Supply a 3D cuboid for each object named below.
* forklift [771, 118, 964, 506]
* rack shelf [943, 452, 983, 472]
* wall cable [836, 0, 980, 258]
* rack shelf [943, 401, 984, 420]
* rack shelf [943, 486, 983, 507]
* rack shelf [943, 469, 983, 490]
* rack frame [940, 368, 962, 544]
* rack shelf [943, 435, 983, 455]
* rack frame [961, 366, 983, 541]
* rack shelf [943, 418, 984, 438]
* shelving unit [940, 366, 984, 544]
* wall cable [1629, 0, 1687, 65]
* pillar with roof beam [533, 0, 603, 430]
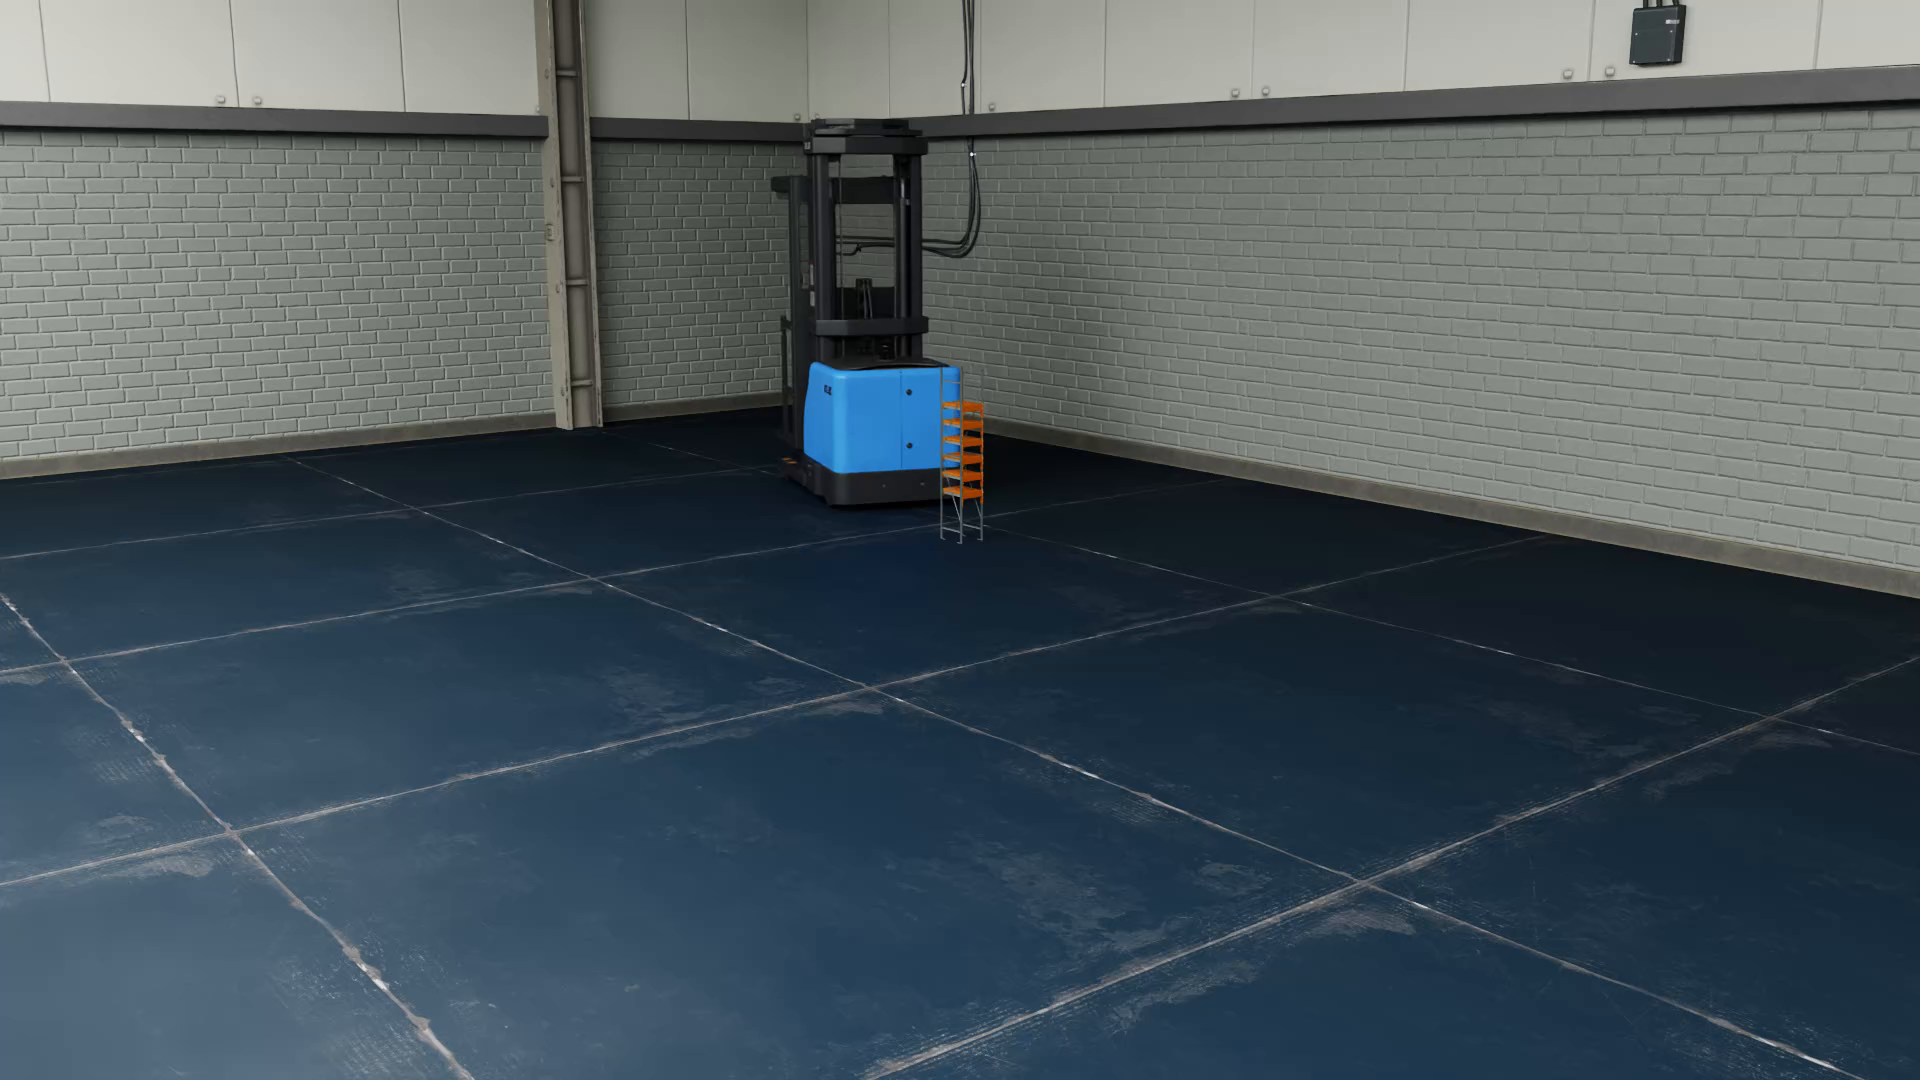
[{"bbox_3d":[-0.919,-1.953,13.770,1.130,2.935,3.031,-4,13,-18],"label":"forklift"},{"bbox_3d":[0.011,-0.545,11.522,0.180,0.103,0.258,-9,15,-38],"label":"rack shelf"},{"bbox_3d":[-0.798,-4.222,17.323,0.112,2.526,3.097,-9,15,-38],"label":"wall cable"},{"bbox_3d":[0.011,-0.897,11.447,0.180,0.103,0.258,-9,15,-38],"label":"rack shelf"},{"bbox_3d":[0.011,-0.311,11.572,0.180,0.103,0.258,-9,15,-38],"label":"rack shelf"},{"bbox_3d":[0.011,-0.428,11.547,0.180,0.103,0.258,-9,15,-38],"label":"rack shelf"},{"bbox_3d":[-0.060,-0.577,11.457,0.006,1.200,0.240,-9,15,-38],"label":"rack frame"},{"bbox_3d":[0.011,-0.663,11.497,0.180,0.103,0.258,-9,15,-38],"label":"rack shelf"},{"bbox_3d":[0.083,-0.601,11.569,0.006,1.200,0.240,-9,15,-38],"label":"rack frame"},{"bbox_3d":[0.011,-0.780,11.472,0.180,0.103,0.258,-9,15,-38],"label":"rack shelf"},{"bbox_3d":[0.011,-0.589,11.513,0.189,1.200,0.258,-9,15,-38],"label":"shelving unit"},{"bbox_3d":[5.120,-5.863,9.386,0.169,6.003,2.305,-9,15,-38],"label":"wall cable"},{"bbox_3d":[-1.235,-4.875,12.922,0.400,9.000,9.100,-9,15,-38],"label":"pillar with roof beam"}]
